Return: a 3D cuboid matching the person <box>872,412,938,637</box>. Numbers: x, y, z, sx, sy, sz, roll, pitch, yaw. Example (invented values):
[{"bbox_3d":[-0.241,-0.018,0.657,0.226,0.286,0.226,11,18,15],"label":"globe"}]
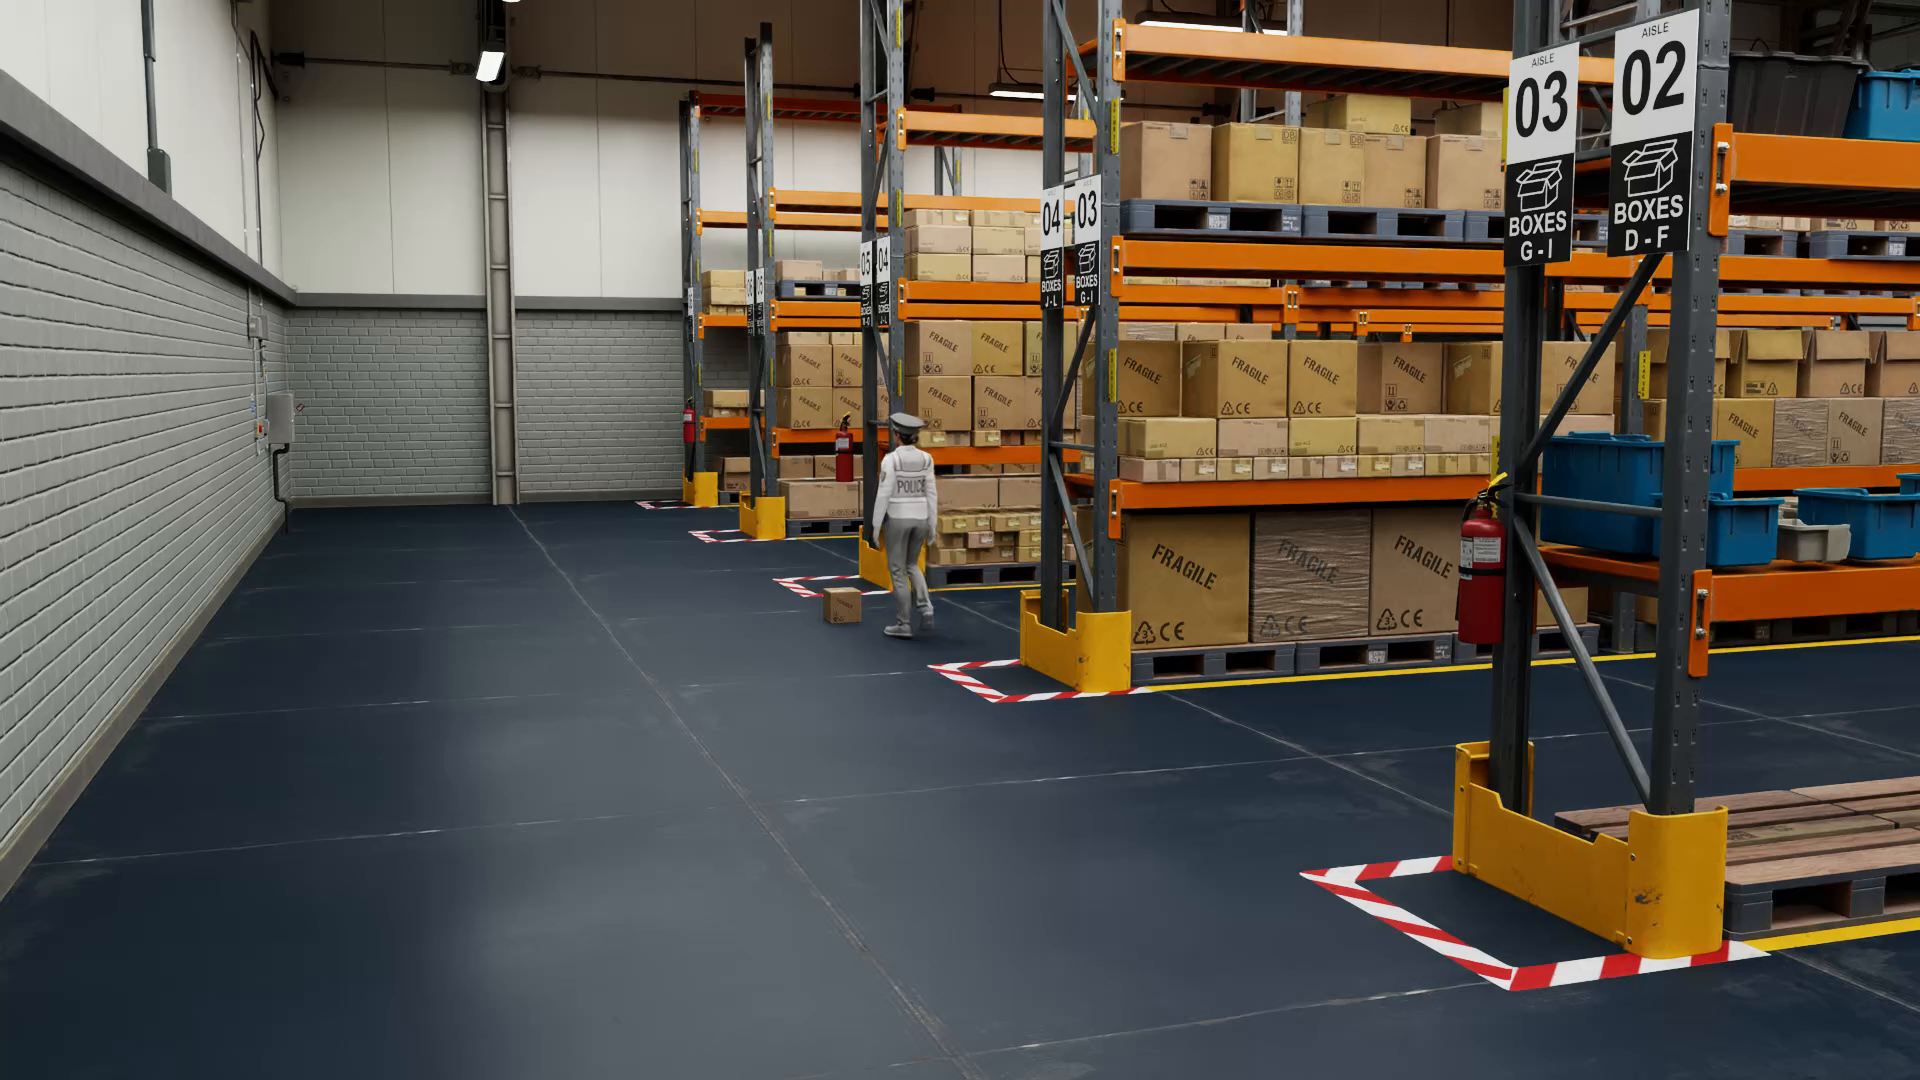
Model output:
[{"bbox_3d":[-0.435,-0.114,12.482,0.503,1.684,0.407,-4,7,-35],"label":"person"}]
